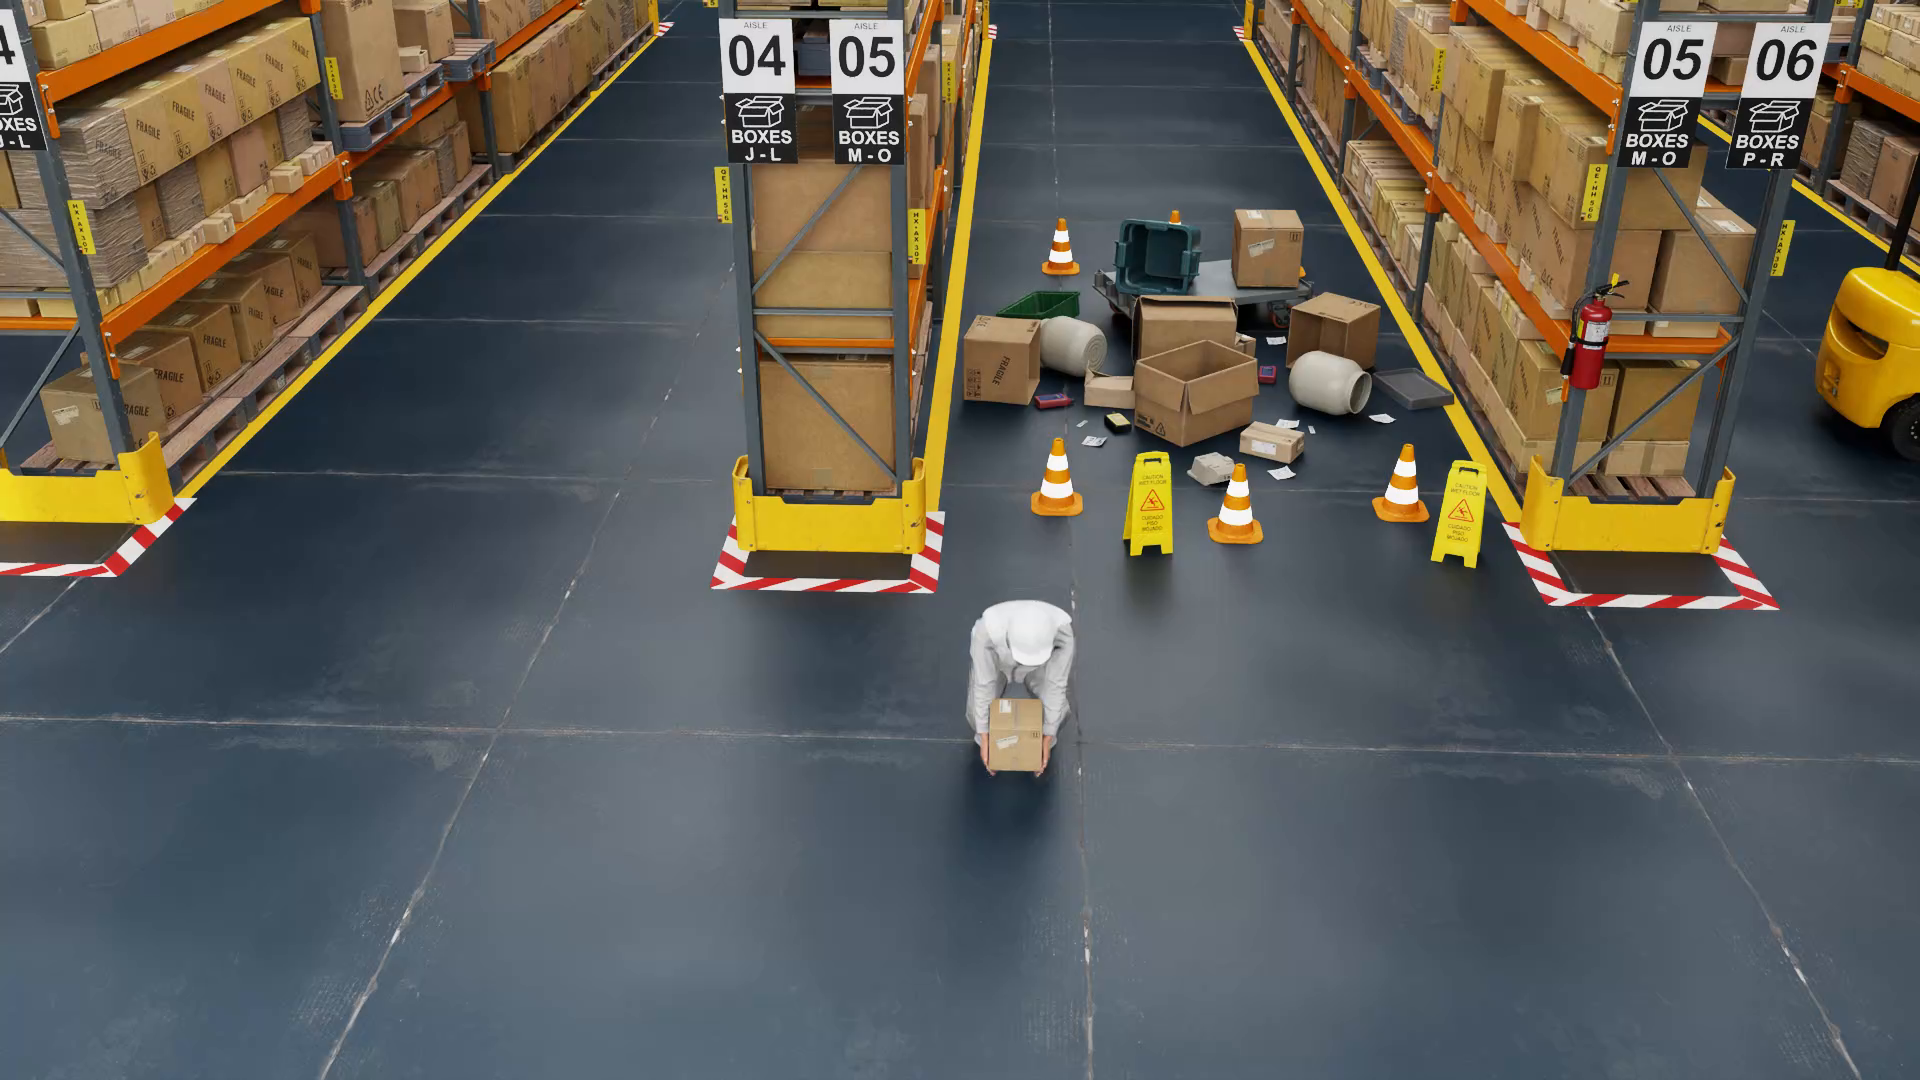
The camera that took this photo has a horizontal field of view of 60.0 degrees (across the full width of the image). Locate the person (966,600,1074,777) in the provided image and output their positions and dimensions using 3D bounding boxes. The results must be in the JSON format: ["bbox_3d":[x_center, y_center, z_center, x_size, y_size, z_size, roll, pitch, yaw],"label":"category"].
[{"bbox_3d":[0.293,0.629,8.227,0.523,1.015,0.871,1,28,1],"label":"person"}]
